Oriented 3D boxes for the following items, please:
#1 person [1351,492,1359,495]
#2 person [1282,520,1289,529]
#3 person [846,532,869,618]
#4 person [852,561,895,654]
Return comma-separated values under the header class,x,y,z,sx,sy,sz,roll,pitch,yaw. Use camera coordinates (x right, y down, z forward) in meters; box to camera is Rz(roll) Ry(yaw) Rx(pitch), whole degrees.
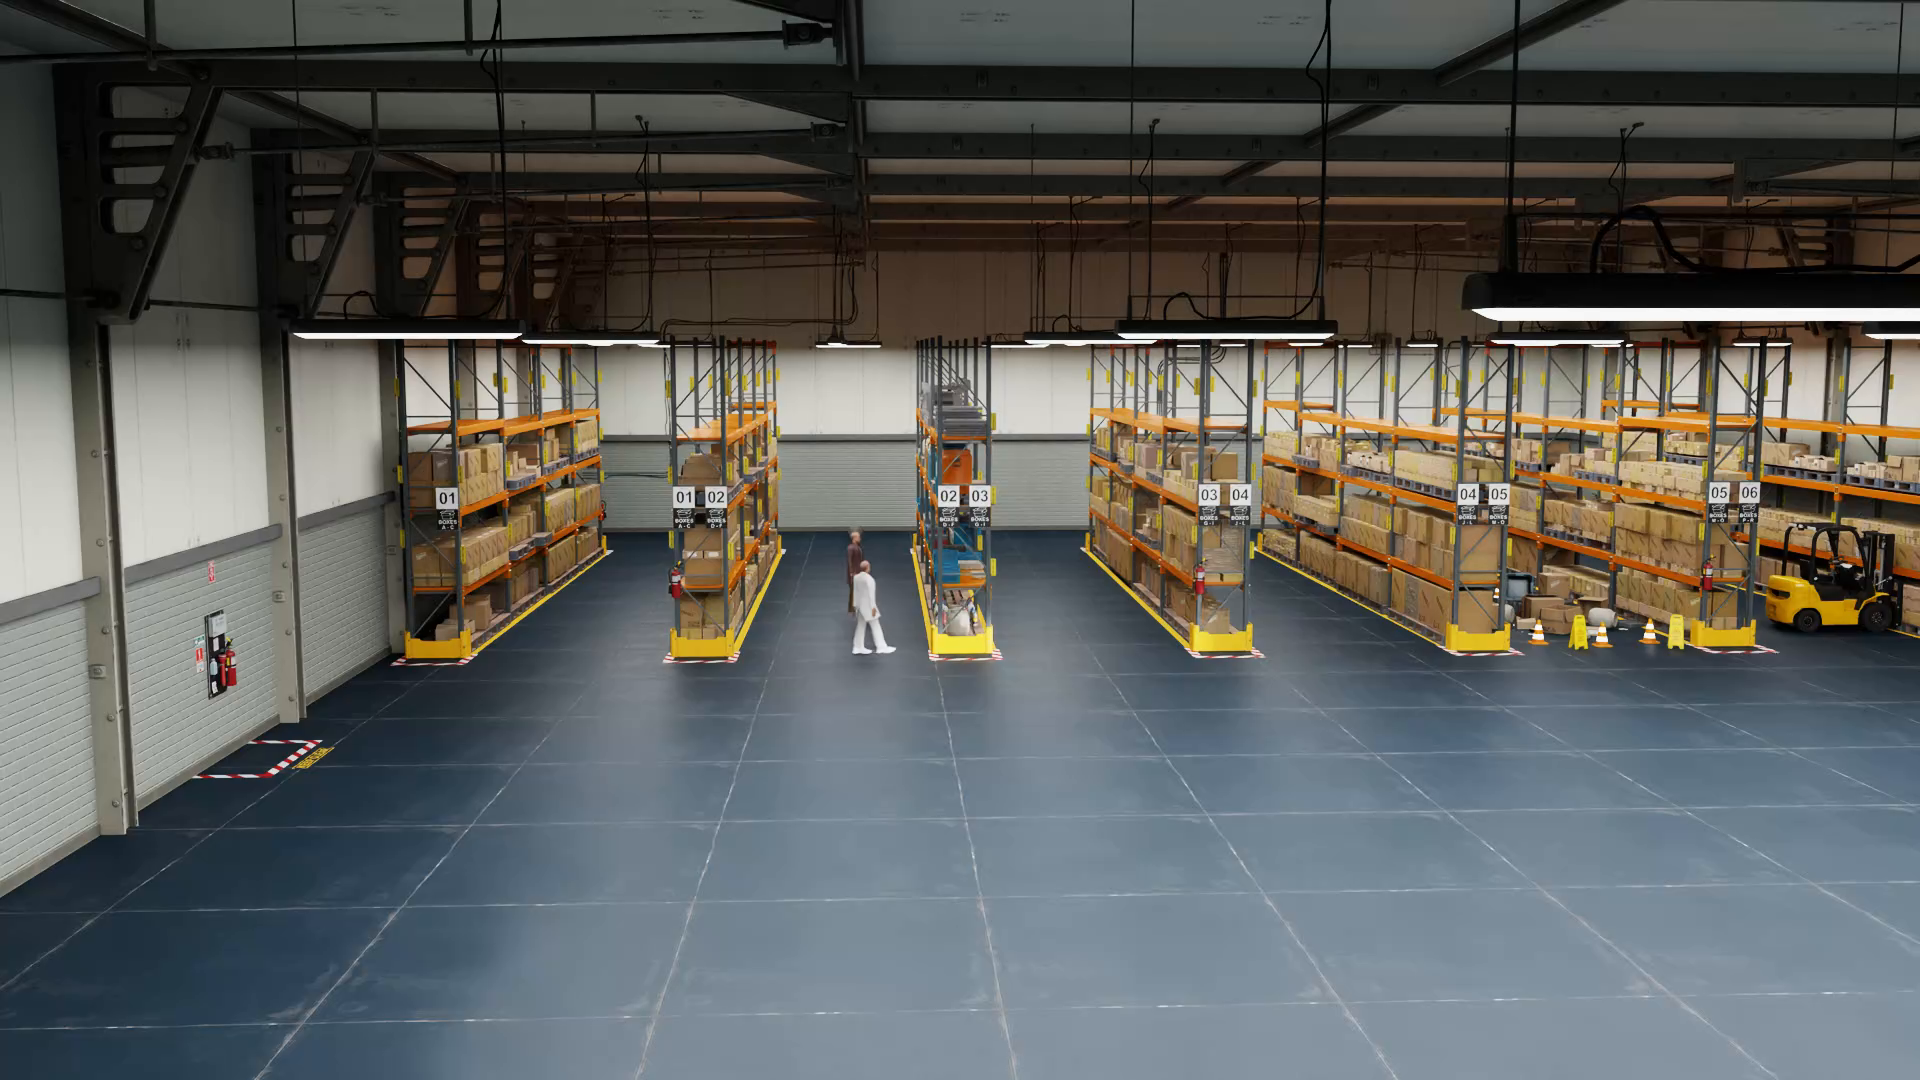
class,x,y,z,sx,sy,sz,roll,pitch,yaw
person,11.352,-0.567,47.979,0.940,1.624,0.586,5,8,37
person,9.772,-0.759,49.915,0.432,1.606,0.435,-4,8,-34
person,-2.151,0.718,35.114,0.458,1.783,0.675,2,7,18
person,-1.647,1.270,31.492,0.791,1.775,0.617,-3,7,-23
